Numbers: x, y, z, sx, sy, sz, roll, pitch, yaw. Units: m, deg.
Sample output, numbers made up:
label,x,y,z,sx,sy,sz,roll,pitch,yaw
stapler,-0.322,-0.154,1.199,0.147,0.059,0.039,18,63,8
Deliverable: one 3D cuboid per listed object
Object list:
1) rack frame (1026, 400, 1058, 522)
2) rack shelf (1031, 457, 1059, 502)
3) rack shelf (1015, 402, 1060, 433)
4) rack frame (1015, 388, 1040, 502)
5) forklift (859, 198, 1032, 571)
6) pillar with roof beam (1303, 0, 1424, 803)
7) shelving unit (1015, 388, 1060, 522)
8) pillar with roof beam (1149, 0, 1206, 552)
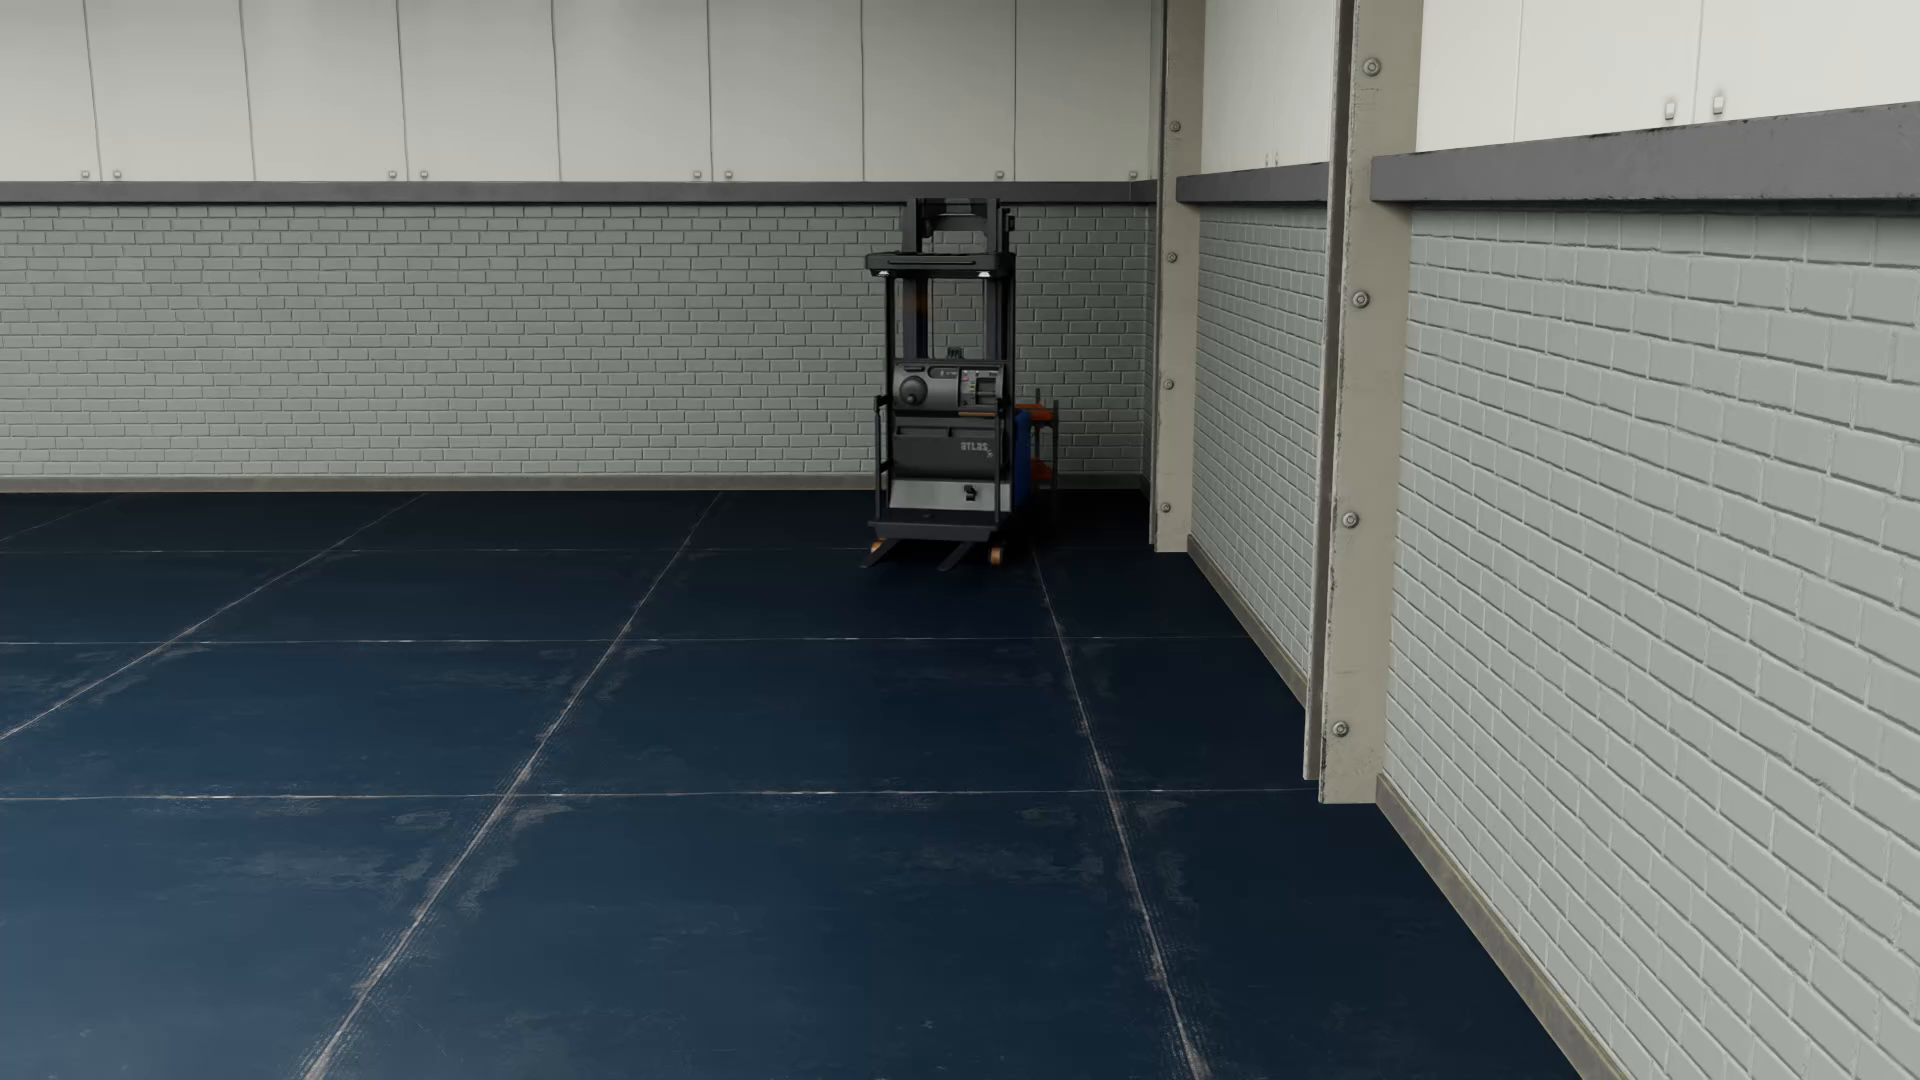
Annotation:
label,x,y,z,sx,sy,sz,roll,pitch,yaw
rack frame,0.649,-0.719,15.273,0.500,1.125,0.032,-1,12,-7
rack shelf,0.589,-0.580,15.817,0.538,0.278,1.000,-1,12,-7
rack shelf,0.589,-1.106,15.710,0.538,0.278,1.000,-1,12,-7
rack frame,0.529,-0.920,16.263,0.500,1.125,0.032,-1,12,-7
forklift,-0.132,-1.302,13.603,1.130,2.935,3.031,2,12,11
pillar with roof beam,-2.381,-3.138,7.391,9.100,9.000,0.400,0,11,-1
shelving unit,0.589,-0.819,15.768,0.538,1.125,1.048,-1,12,-7
pillar with roof beam,-2.505,-4.330,13.270,9.100,9.000,0.400,0,11,-1
